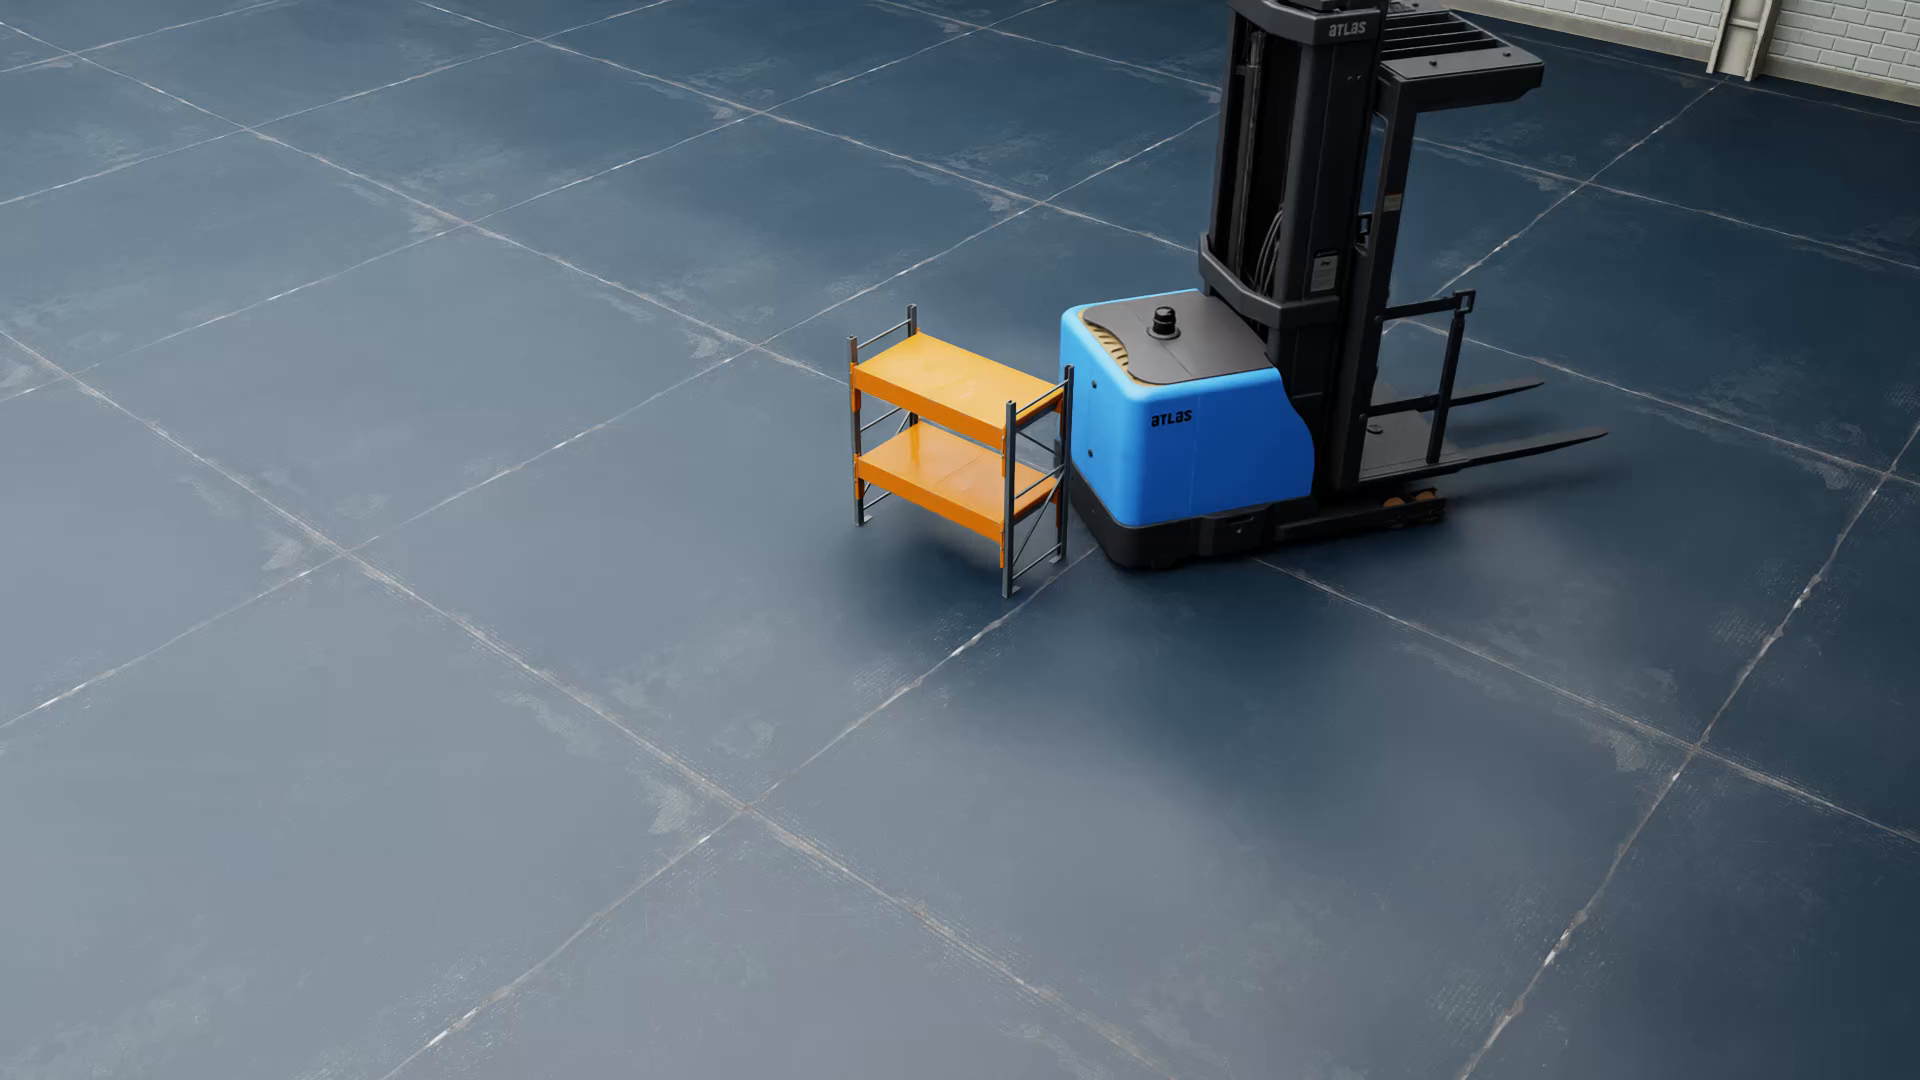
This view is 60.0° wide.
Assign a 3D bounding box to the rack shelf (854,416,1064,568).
[{"bbox_3d":[-0.005,-0.265,8.656,1.000,0.278,0.538,25,42,32],"label":"rack shelf"}]

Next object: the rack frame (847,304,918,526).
[{"bbox_3d":[-0.396,-0.650,8.785,0.032,1.125,0.500,25,42,32],"label":"rack frame"}]

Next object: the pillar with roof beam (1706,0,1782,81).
[{"bbox_3d":[4.209,-6.044,9.684,0.400,9.000,9.100,25,42,32],"label":"pillar with roof beam"}]

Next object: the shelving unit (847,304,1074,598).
[{"bbox_3d":[-0.005,-0.466,8.517,1.048,1.125,0.538,25,42,32],"label":"shelving unit"}]

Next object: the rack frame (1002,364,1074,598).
[{"bbox_3d":[0.385,-0.282,8.249,0.032,1.125,0.500,25,42,32],"label":"rack frame"}]

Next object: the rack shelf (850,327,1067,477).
[{"bbox_3d":[-0.005,-0.707,8.352,1.000,0.278,0.538,25,42,32],"label":"rack shelf"}]

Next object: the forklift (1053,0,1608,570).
[{"bbox_3d":[2.091,-1.541,8.488,3.031,2.935,1.130,-10,36,-15],"label":"forklift"}]
